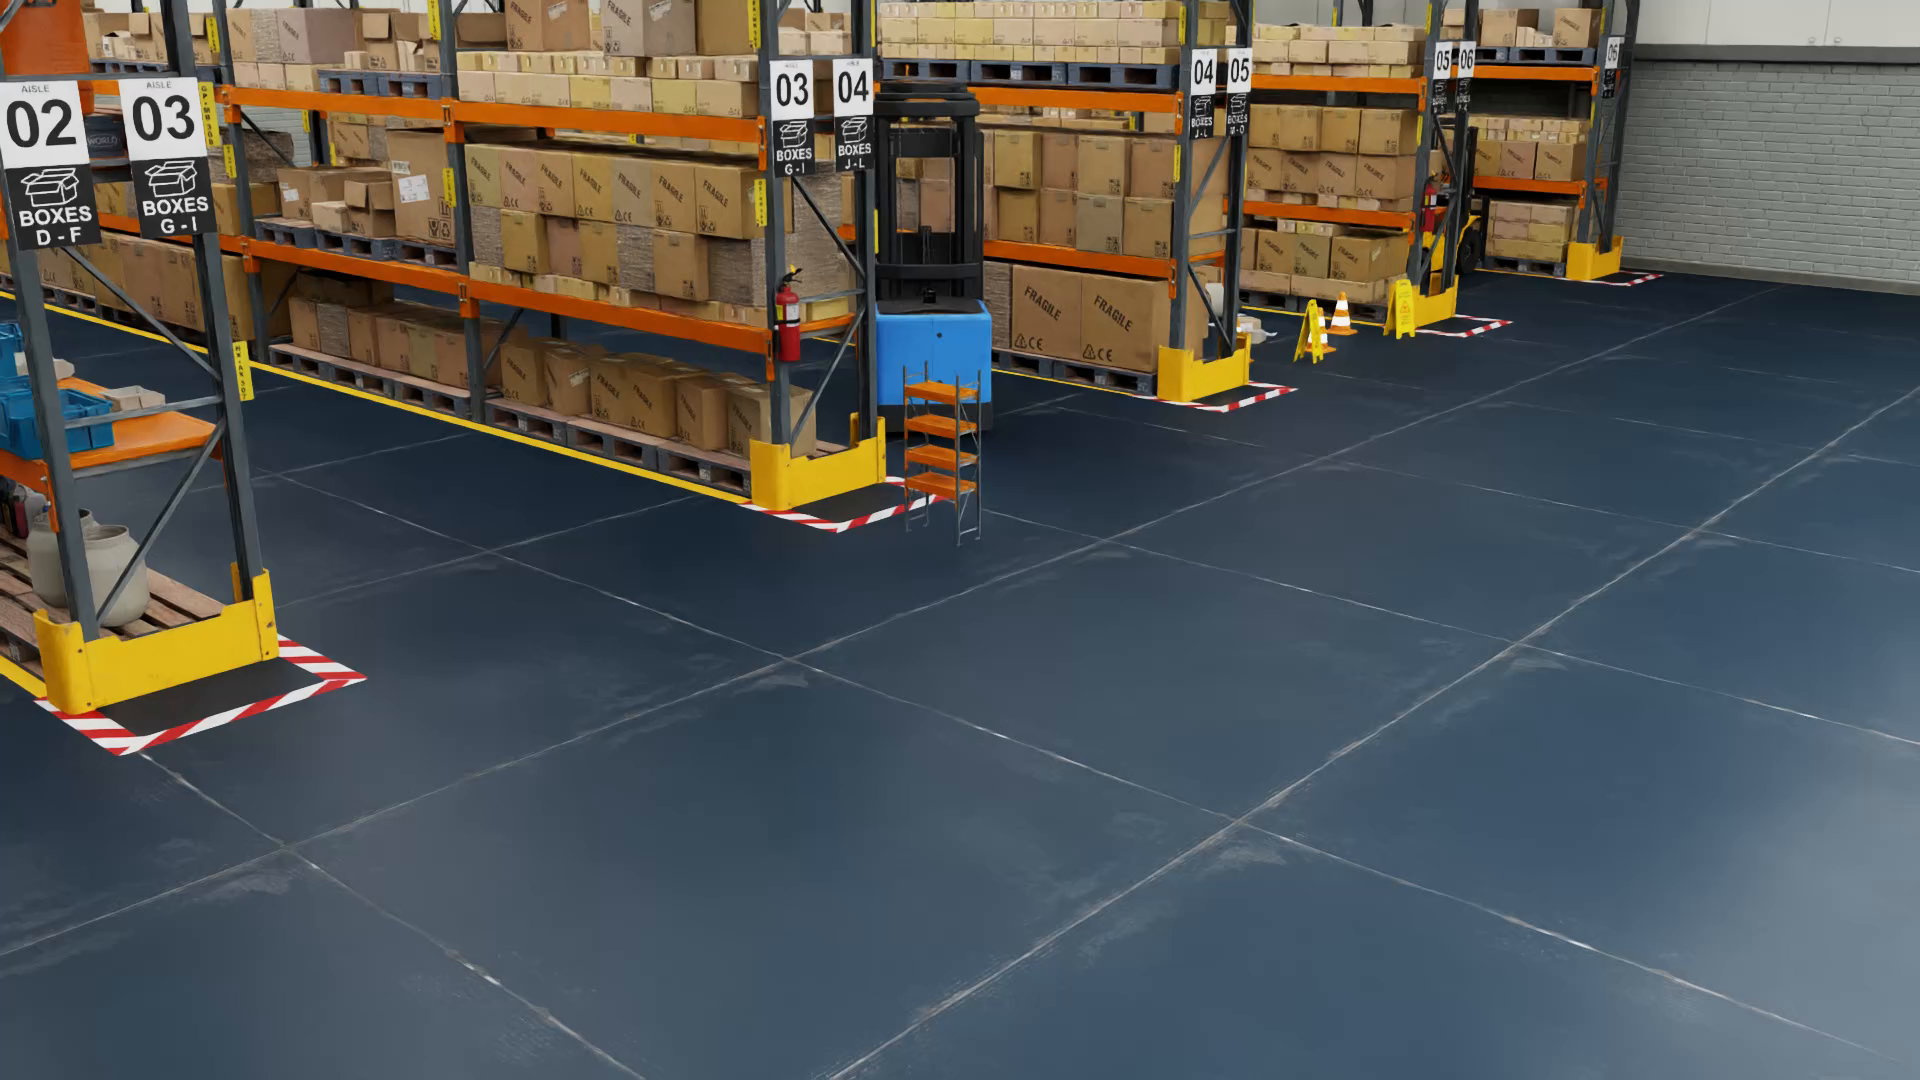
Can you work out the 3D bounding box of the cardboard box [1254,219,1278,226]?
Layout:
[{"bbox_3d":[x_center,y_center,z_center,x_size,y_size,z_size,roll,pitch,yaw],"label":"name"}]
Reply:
[{"bbox_3d":[3.955,-3.818,21.294,0.500,0.500,0.500,17,24,42],"label":"cardboard box"}]

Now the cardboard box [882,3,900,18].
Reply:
[{"bbox_3d":[-0.593,-5.480,17.200,0.250,0.149,0.380,15,23,40],"label":"cardboard box"}]

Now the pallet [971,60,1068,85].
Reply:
[{"bbox_3d":[0.874,-4.668,16.551,1.213,0.211,1.003,15,23,39],"label":"pallet"}]

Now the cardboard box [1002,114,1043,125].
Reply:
[{"bbox_3d":[0.927,-5.572,22.860,0.500,0.500,0.500,14,22,37],"label":"cardboard box"}]

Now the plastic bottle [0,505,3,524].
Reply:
[{"bbox_3d":[-6.558,-0.240,11.186,0.135,0.276,0.152,15,23,39],"label":"plastic bottle"}]

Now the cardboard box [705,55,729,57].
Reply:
[{"bbox_3d":[-1.804,-3.661,12.818,0.250,0.149,0.380,15,23,39],"label":"cardboard box"}]

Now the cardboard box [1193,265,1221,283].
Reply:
[{"bbox_3d":[3.240,-3.438,21.338,0.500,0.250,0.500,17,24,42],"label":"cardboard box"}]

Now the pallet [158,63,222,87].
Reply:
[{"bbox_3d":[-7.516,-4.851,17.291,1.003,0.211,1.213,16,24,42],"label":"pallet"}]

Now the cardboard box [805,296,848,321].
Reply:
[{"bbox_3d":[-1.070,-1.779,12.674,0.250,0.149,0.380,15,23,39],"label":"cardboard box"}]

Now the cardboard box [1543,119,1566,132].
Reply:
[{"bbox_3d":[8.242,-5.719,22.943,0.250,0.149,0.380,15,23,39],"label":"cardboard box"}]

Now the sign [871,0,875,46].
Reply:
[{"bbox_3d":[-0.655,-3.757,12.086,0.005,0.325,0.100,15,23,39],"label":"sign"}]

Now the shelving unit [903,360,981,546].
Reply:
[{"bbox_3d":[-0.124,-0.605,11.535,0.503,1.200,0.258,15,23,39],"label":"shelving unit"}]

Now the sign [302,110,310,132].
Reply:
[{"bbox_3d":[-9.975,-6.392,25.362,0.005,0.325,0.100,15,23,39],"label":"sign"}]

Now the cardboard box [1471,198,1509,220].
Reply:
[{"bbox_3d":[7.533,-4.742,23.792,0.500,0.250,0.500,15,23,40],"label":"cardboard box"}]

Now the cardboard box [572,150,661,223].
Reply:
[{"bbox_3d":[-2.709,-2.810,13.198,0.500,0.500,0.500,15,23,39],"label":"cardboard box"}]

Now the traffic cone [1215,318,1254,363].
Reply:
[{"bbox_3d":[2.898,-2.108,17.489,0.334,0.463,0.336,15,23,39],"label":"traffic cone"}]

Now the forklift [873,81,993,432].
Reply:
[{"bbox_3d":[-0.351,-2.719,15.334,1.130,2.935,3.031,-1,18,-4],"label":"forklift"}]

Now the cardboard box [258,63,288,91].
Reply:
[{"bbox_3d":[-6.433,-4.497,16.112,0.500,0.250,0.500,16,23,41],"label":"cardboard box"}]

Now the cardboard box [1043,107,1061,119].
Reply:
[{"bbox_3d":[1.331,-5.758,22.374,0.250,0.149,0.380,14,22,37],"label":"cardboard box"}]

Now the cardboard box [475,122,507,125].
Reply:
[{"bbox_3d":[-6.799,-6.111,23.597,0.500,0.500,0.500,16,23,41],"label":"cardboard box"}]

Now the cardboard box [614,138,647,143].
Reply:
[{"bbox_3d":[-4.231,-5.100,21.460,0.250,0.149,0.380,15,23,39],"label":"cardboard box"}]

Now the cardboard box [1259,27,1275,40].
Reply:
[{"bbox_3d":[3.807,-6.092,19.988,0.250,0.149,0.380,16,23,40],"label":"cardboard box"}]

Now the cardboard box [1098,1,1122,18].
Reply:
[{"bbox_3d":[1.498,-4.920,15.435,0.250,0.149,0.380,16,23,40],"label":"cardboard box"}]

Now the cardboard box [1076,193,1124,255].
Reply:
[{"bbox_3d":[1.619,-3.131,16.269,0.550,0.550,0.875,15,23,39],"label":"cardboard box"}]

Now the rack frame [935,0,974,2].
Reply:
[{"bbox_3d":[-0.121,-10.422,29.576,0.127,3.000,1.000,15,23,39],"label":"rack frame"}]

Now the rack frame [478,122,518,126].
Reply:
[{"bbox_3d":[-6.623,-5.299,23.349,0.127,3.000,1.000,15,23,39],"label":"rack frame"}]

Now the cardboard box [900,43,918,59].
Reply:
[{"bbox_3d":[-0.398,-5.049,17.158,0.250,0.149,0.380,15,23,39],"label":"cardboard box"}]

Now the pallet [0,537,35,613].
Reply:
[{"bbox_3d":[-5.903,0.248,10.480,1.213,0.211,1.003,15,23,39],"label":"pallet"}]

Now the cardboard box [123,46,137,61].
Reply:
[{"bbox_3d":[-8.977,-5.374,18.349,0.250,0.149,0.380,14,22,37],"label":"cardboard box"}]

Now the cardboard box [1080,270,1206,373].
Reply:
[{"bbox_3d":[1.801,-2.198,16.397,0.875,0.875,0.875,15,23,40],"label":"cardboard box"}]

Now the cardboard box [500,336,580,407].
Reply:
[{"bbox_3d":[-3.735,-1.510,14.849,0.500,0.500,0.500,14,22,38],"label":"cardboard box"}]

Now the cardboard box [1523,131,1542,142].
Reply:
[{"bbox_3d":[8.045,-5.627,23.146,0.250,0.149,0.380,16,23,40],"label":"cardboard box"}]

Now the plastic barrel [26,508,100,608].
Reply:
[{"bbox_3d":[-5.221,0.103,9.746,0.421,0.512,0.421,0,18,0],"label":"plastic barrel"}]

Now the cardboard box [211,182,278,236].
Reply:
[{"bbox_3d":[-7.533,-3.484,17.467,0.500,0.500,0.500,16,24,41],"label":"cardboard box"}]

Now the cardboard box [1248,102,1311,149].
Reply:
[{"bbox_3d":[3.931,-5.063,20.296,0.500,0.500,0.700,15,23,39],"label":"cardboard box"}]

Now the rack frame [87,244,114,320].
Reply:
[{"bbox_3d":[-9.991,-4.197,19.877,0.127,3.000,1.000,15,23,39],"label":"rack frame"}]

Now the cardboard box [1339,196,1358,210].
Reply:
[{"bbox_3d":[4.700,-4.019,19.731,0.250,0.149,0.380,15,23,38],"label":"cardboard box"}]

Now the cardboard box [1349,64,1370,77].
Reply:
[{"bbox_3d":[4.726,-5.452,19.287,0.250,0.149,0.380,16,24,41],"label":"cardboard box"}]

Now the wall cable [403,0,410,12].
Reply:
[{"bbox_3d":[-10.846,-11.180,31.963,0.029,3.000,0.463,15,23,39],"label":"wall cable"}]

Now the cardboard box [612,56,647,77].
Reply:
[{"bbox_3d":[-2.399,-3.584,12.575,0.250,0.149,0.380,14,22,37],"label":"cardboard box"}]

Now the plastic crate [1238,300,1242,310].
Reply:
[{"bbox_3d":[3.201,-2.940,20.745,0.583,0.080,0.402,7,19,21],"label":"plastic crate"}]

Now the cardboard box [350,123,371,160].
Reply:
[{"bbox_3d":[-8.687,-5.936,24.699,0.500,0.500,0.500,15,23,40],"label":"cardboard box"}]

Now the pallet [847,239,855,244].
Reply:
[{"bbox_3d":[-0.961,-4.482,25.386,1.213,0.211,1.003,15,23,39],"label":"pallet"}]

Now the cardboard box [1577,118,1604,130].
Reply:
[{"bbox_3d":[8.745,-5.768,23.098,0.250,0.149,0.380,14,23,38],"label":"cardboard box"}]

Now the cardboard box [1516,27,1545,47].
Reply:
[{"bbox_3d":[7.843,-6.915,22.847,0.258,0.266,0.396,15,23,39],"label":"cardboard box"}]

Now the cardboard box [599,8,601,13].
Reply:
[{"bbox_3d":[-4.353,-6.627,21.146,0.258,0.266,0.396,15,23,39],"label":"cardboard box"}]

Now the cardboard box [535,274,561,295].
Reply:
[{"bbox_3d":[-3.309,-2.155,13.859,0.250,0.149,0.380,15,23,39],"label":"cardboard box"}]

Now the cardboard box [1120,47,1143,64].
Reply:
[{"bbox_3d":[1.691,-4.488,15.392,0.250,0.149,0.380,15,23,40],"label":"cardboard box"}]

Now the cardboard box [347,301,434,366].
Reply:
[{"bbox_3d":[-5.633,-2.061,16.553,0.700,0.500,0.500,-16,24,-41],"label":"cardboard box"}]

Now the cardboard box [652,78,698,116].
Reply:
[{"bbox_3d":[-1.920,-3.285,12.292,0.500,0.250,0.500,15,23,40],"label":"cardboard box"}]

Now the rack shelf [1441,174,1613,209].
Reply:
[{"bbox_3d":[7.359,-5.212,24.265,4.000,0.370,1.077,15,23,39],"label":"rack shelf"}]

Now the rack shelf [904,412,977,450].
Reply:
[{"bbox_3d":[-0.124,-0.754,11.488,0.480,0.148,0.258,15,23,39],"label":"rack shelf"}]
